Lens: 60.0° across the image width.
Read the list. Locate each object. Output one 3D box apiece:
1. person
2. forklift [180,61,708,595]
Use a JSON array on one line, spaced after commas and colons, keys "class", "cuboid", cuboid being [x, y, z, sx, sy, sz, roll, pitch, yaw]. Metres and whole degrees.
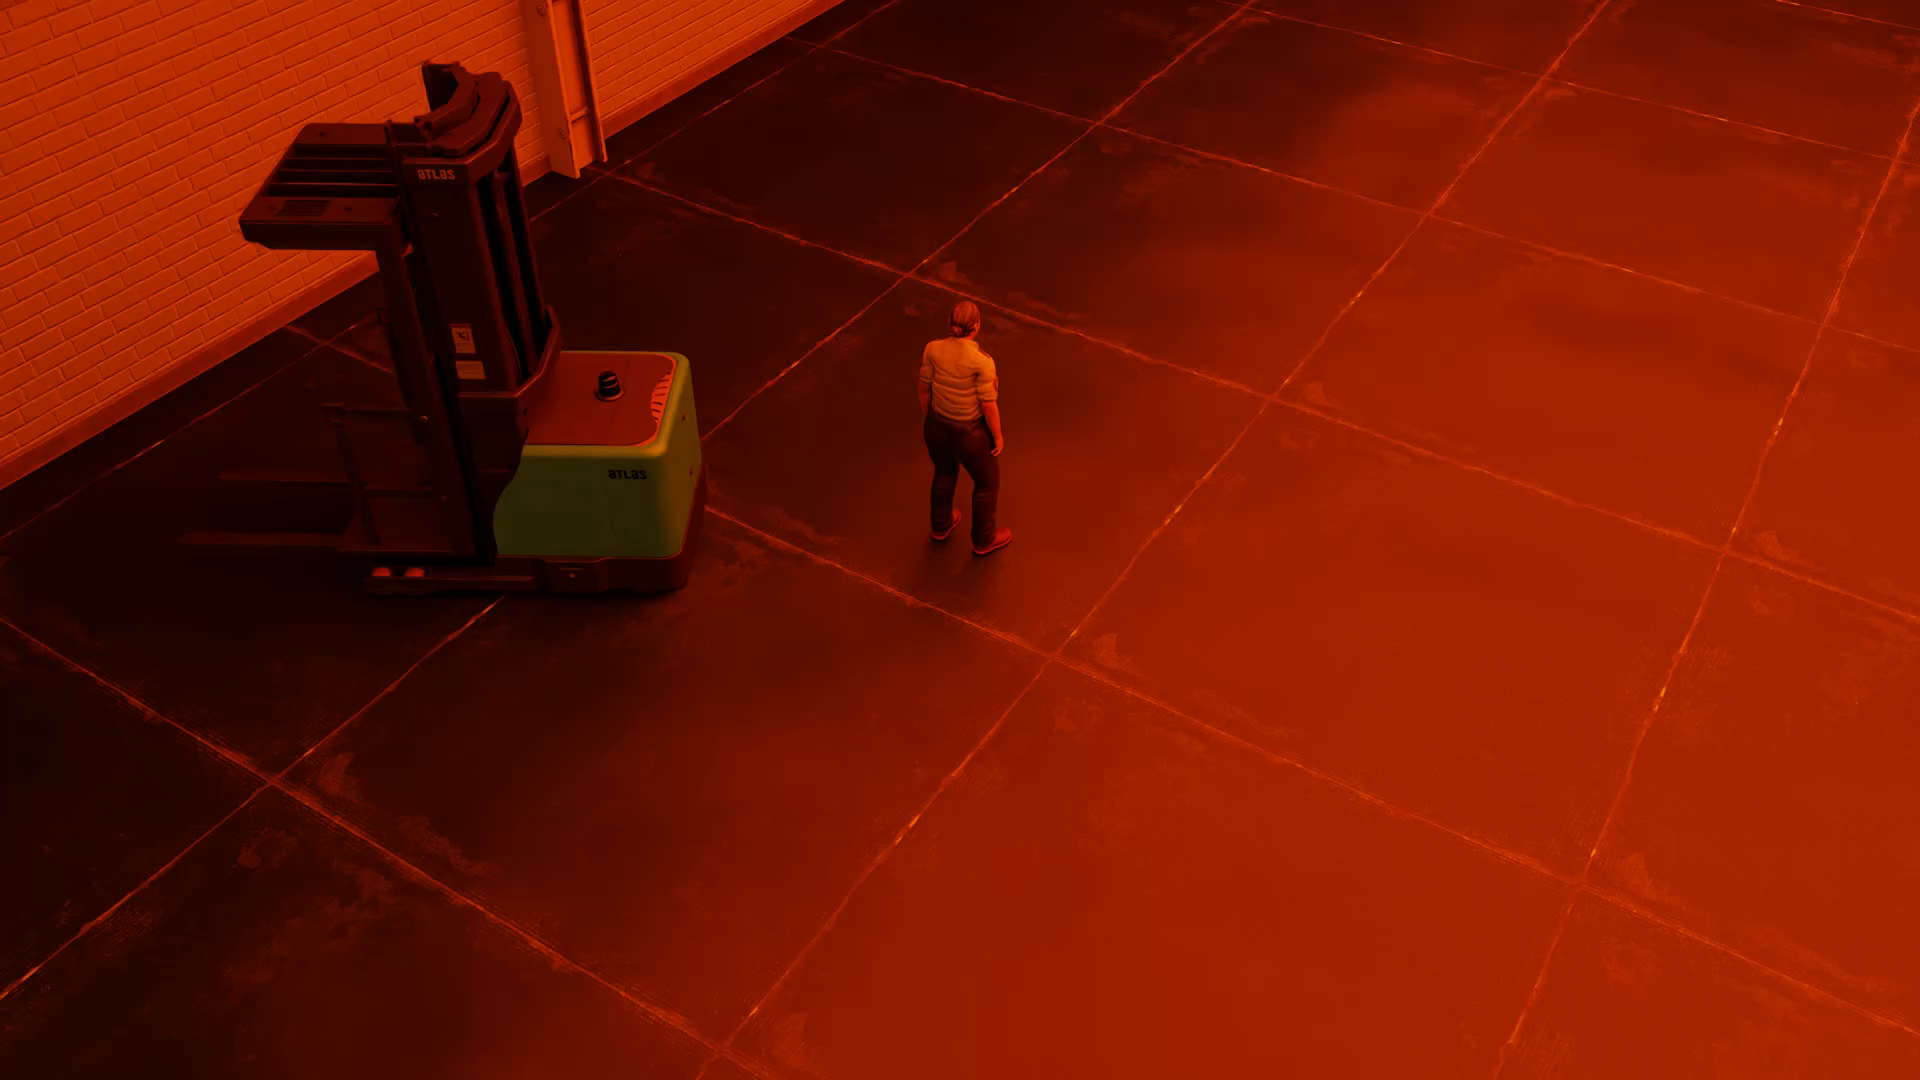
[{"class": "person", "cuboid": [0.018, -0.644, 9.719, 0.546, 1.651, 0.373, 21, 45, 23]}, {"class": "forklift", "cuboid": [-3.118, -1.132, 9.302, 3.031, 2.935, 1.130, 1, 40, 1]}]
